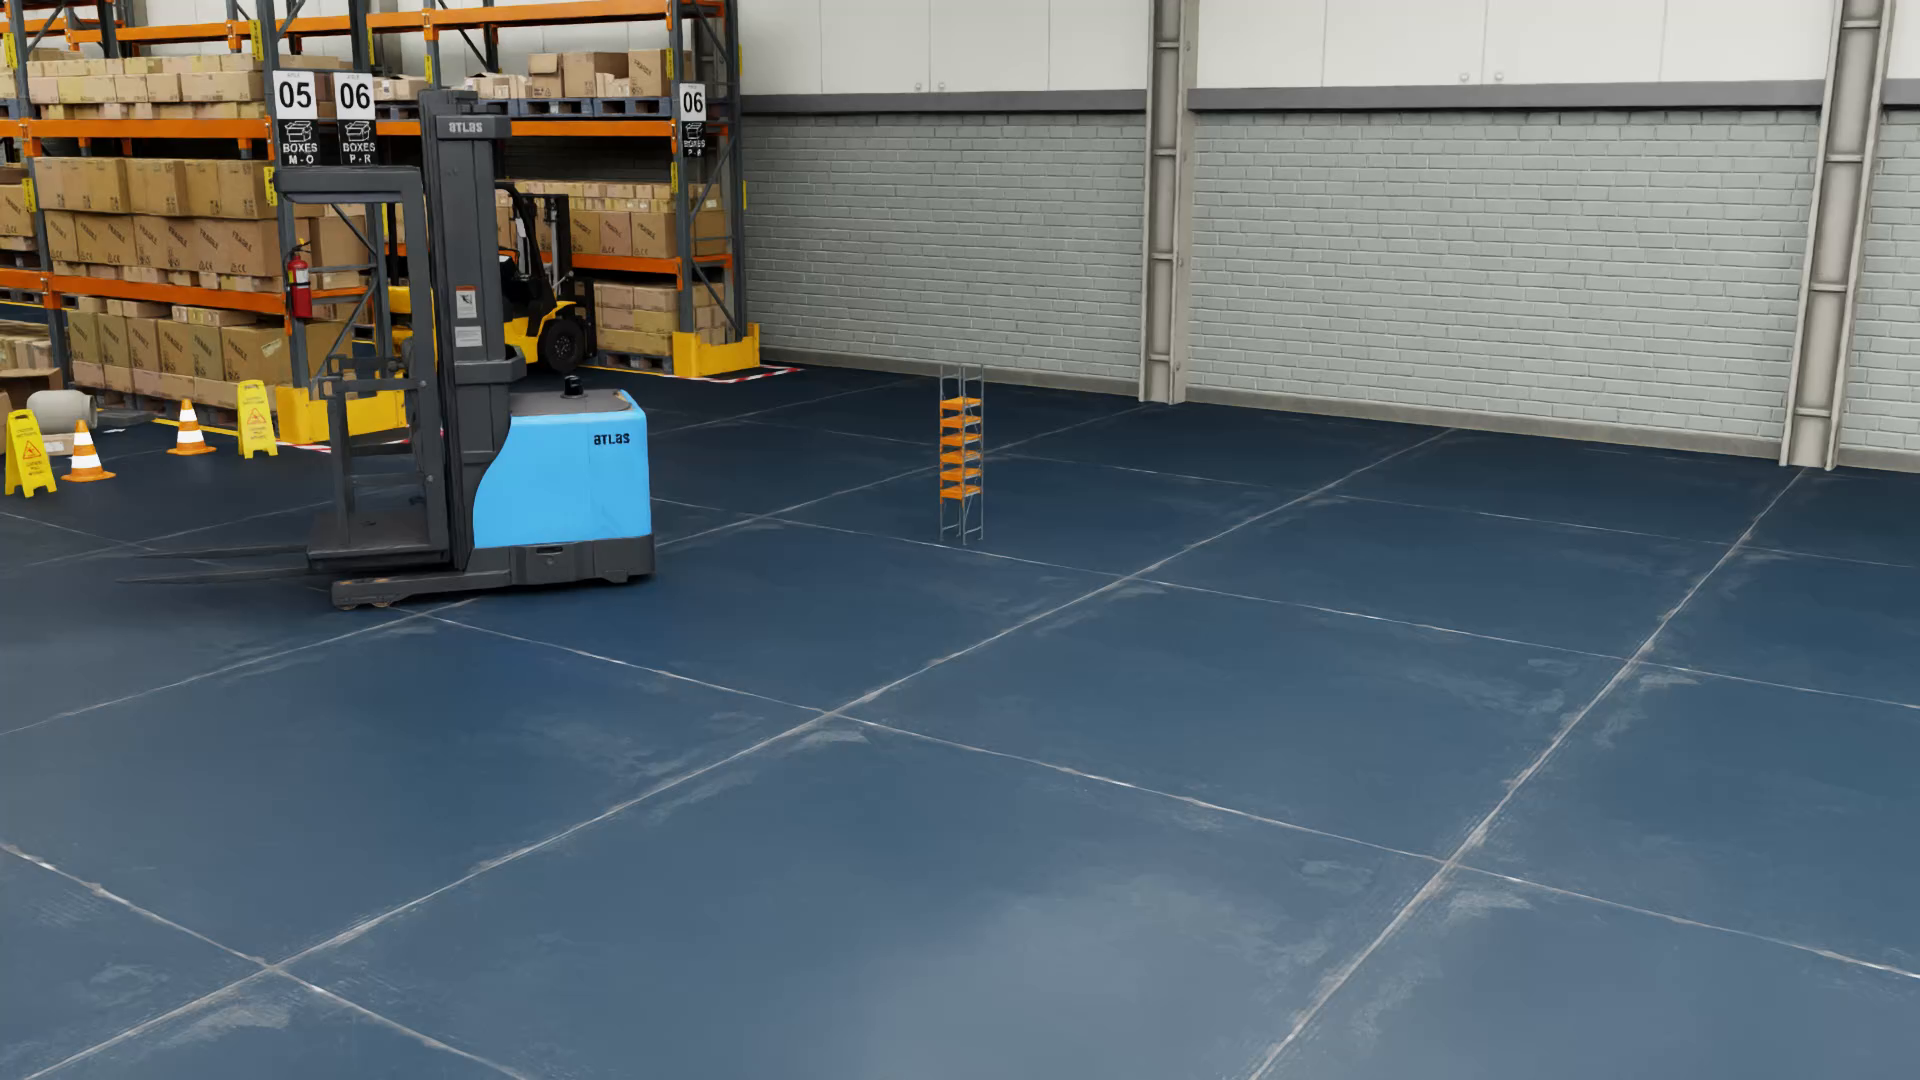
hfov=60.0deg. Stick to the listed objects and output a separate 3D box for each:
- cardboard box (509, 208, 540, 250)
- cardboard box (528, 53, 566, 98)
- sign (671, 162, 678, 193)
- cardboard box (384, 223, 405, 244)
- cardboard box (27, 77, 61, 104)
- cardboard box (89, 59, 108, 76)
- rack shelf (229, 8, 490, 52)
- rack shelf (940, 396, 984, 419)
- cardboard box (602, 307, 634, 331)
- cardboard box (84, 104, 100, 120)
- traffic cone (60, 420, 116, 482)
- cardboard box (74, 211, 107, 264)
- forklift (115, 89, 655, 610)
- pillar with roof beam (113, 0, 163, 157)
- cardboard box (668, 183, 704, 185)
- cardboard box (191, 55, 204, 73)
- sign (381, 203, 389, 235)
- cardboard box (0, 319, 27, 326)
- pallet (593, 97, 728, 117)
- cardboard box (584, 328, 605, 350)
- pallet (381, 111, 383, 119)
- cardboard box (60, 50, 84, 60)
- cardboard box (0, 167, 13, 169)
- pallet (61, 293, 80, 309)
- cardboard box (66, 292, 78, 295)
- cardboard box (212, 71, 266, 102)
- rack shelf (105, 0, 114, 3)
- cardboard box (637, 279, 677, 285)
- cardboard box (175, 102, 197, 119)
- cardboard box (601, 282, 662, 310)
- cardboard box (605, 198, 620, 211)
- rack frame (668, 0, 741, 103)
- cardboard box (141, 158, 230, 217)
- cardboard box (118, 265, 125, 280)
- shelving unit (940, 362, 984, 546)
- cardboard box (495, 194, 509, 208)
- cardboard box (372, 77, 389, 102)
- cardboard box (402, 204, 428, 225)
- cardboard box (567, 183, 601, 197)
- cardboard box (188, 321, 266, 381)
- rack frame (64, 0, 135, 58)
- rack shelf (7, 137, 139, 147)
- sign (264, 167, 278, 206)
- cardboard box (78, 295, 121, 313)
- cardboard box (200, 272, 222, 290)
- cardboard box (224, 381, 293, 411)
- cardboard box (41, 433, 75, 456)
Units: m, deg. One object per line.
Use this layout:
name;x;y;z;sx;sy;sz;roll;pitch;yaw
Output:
cardboard box;-5.057;-3.756;20.046;0.500;0.500;0.500;9;17;32
cardboard box;-4.584;-5.430;19.476;0.637;0.503;0.797;10;17;35
sign;-3.137;-3.988;18.287;0.005;0.325;0.100;9;17;33
cardboard box;-7.126;-3.962;21.400;0.500;0.250;0.500;9;17;32
cardboard box;-8.696;-4.377;16.214;0.500;0.250;0.500;9;16;32
cardboard box;-7.946;-4.447;15.667;0.250;0.149;0.380;9;16;31
rack shelf;-7.801;-6.590;21.549;4.000;0.370;1.077;9;17;33
rack shelf;0.012;-0.887;11.095;0.180;0.103;0.258;9;17;33
cardboard box;-3.811;-2.601;19.397;0.500;0.250;0.500;9;17;32
cardboard box;-8.148;-4.108;15.955;0.250;0.149;0.380;10;17;34
traffic cone;-7.003;-0.729;13.305;0.334;0.463;0.336;9;17;33
cardboard box;-8.269;-2.979;16.288;0.500;0.500;0.500;9;17;33
forklift;-3.457;-1.156;9.895;3.031;2.935;1.130;-4;15;-17
pillar with roof beam;-15.257;-7.353;22.300;0.400;9.000;9.100;9;17;33
cardboard box;-3.167;-4.061;19.307;0.250;0.149;0.380;10;17;35
cardboard box;-6.631;-4.252;14.877;0.250;0.149;0.380;9;17;33
sign;-5.287;-2.955;15.217;0.005;0.325;0.100;9;17;33
cardboard box;-11.147;-2.253;18.776;0.625;0.372;0.950;9;16;32
pallet;-3.394;-4.930;18.939;1.213;0.211;1.003;9;17;33
cardboard box;-4.206;-2.424;19.720;0.500;0.250;0.500;9;17;33
pallet;-7.918;-5.632;21.982;1.213;0.211;1.003;10;17;35
cardboard box;-9.589;-5.016;17.500;0.500;0.250;0.500;9;16;32
cardboard box;-10.713;-4.048;18.383;0.250;0.149;0.380;8;16;30
pallet;-13.349;-3.765;26.093;1.213;0.211;1.003;9;17;33
cardboard box;-13.702;-3.967;25.922;0.258;0.266;0.396;10;17;35
cardboard box;-6.164;-3.969;14.566;0.500;0.250;0.500;9;16;32
rack shelf;-7.249;-5.256;15.334;4.000;0.370;1.077;9;17;33
cardboard box;-3.532;-2.940;19.725;0.500;0.250;0.500;9;17;33
cardboard box;-6.874;-3.893;15.090;0.250;0.149;0.380;9;17;32
cardboard box;-3.805;-2.838;19.314;0.500;0.250;0.500;10;17;34
cardboard box;-3.875;-3.882;19.204;0.250;0.149;0.380;9;17;32
rack frame;-2.822;-6.329;18.164;0.127;3.000;1.000;9;17;33
cardboard box;-7.031;-3.247;15.291;0.500;0.500;0.700;9;16;32
cardboard box;-7.926;-2.612;16.157;0.250;0.149;0.380;9;17;33
shelving unit;0.012;-0.580;11.171;0.189;1.200;0.258;9;17;33
cardboard box;-5.413;-4.110;20.126;0.250;0.149;0.380;10;17;34
cardboard box;-7.515;-5.770;21.251;0.500;0.311;0.500;9;16;31
cardboard box;-6.691;-4.138;21.069;0.500;0.250;0.500;9;16;32
cardboard box;-4.352;-4.082;19.394;0.250;0.149;0.380;10;17;34
cardboard box;-6.835;-1.785;15.578;0.500;0.500;0.500;10;17;35
rack frame;-12.779;-7.938;24.665;0.127;3.000;1.000;9;17;33
rack shelf;-14.439;-6.401;26.195;4.000;0.370;1.077;9;17;33
sign;-5.916;-3.034;14.271;0.005;0.325;0.100;9;17;33
cardboard box;-8.499;-2.350;16.510;0.250;0.149;0.380;9;17;34
cardboard box;-6.722;-2.391;15.264;0.250;0.149;0.380;10;17;34
cardboard box;-6.430;-1.354;15.399;0.500;0.250;0.500;9;17;33
cardboard box;-7.804;-0.816;14.310;0.380;0.149;0.250;-7;15;-25
